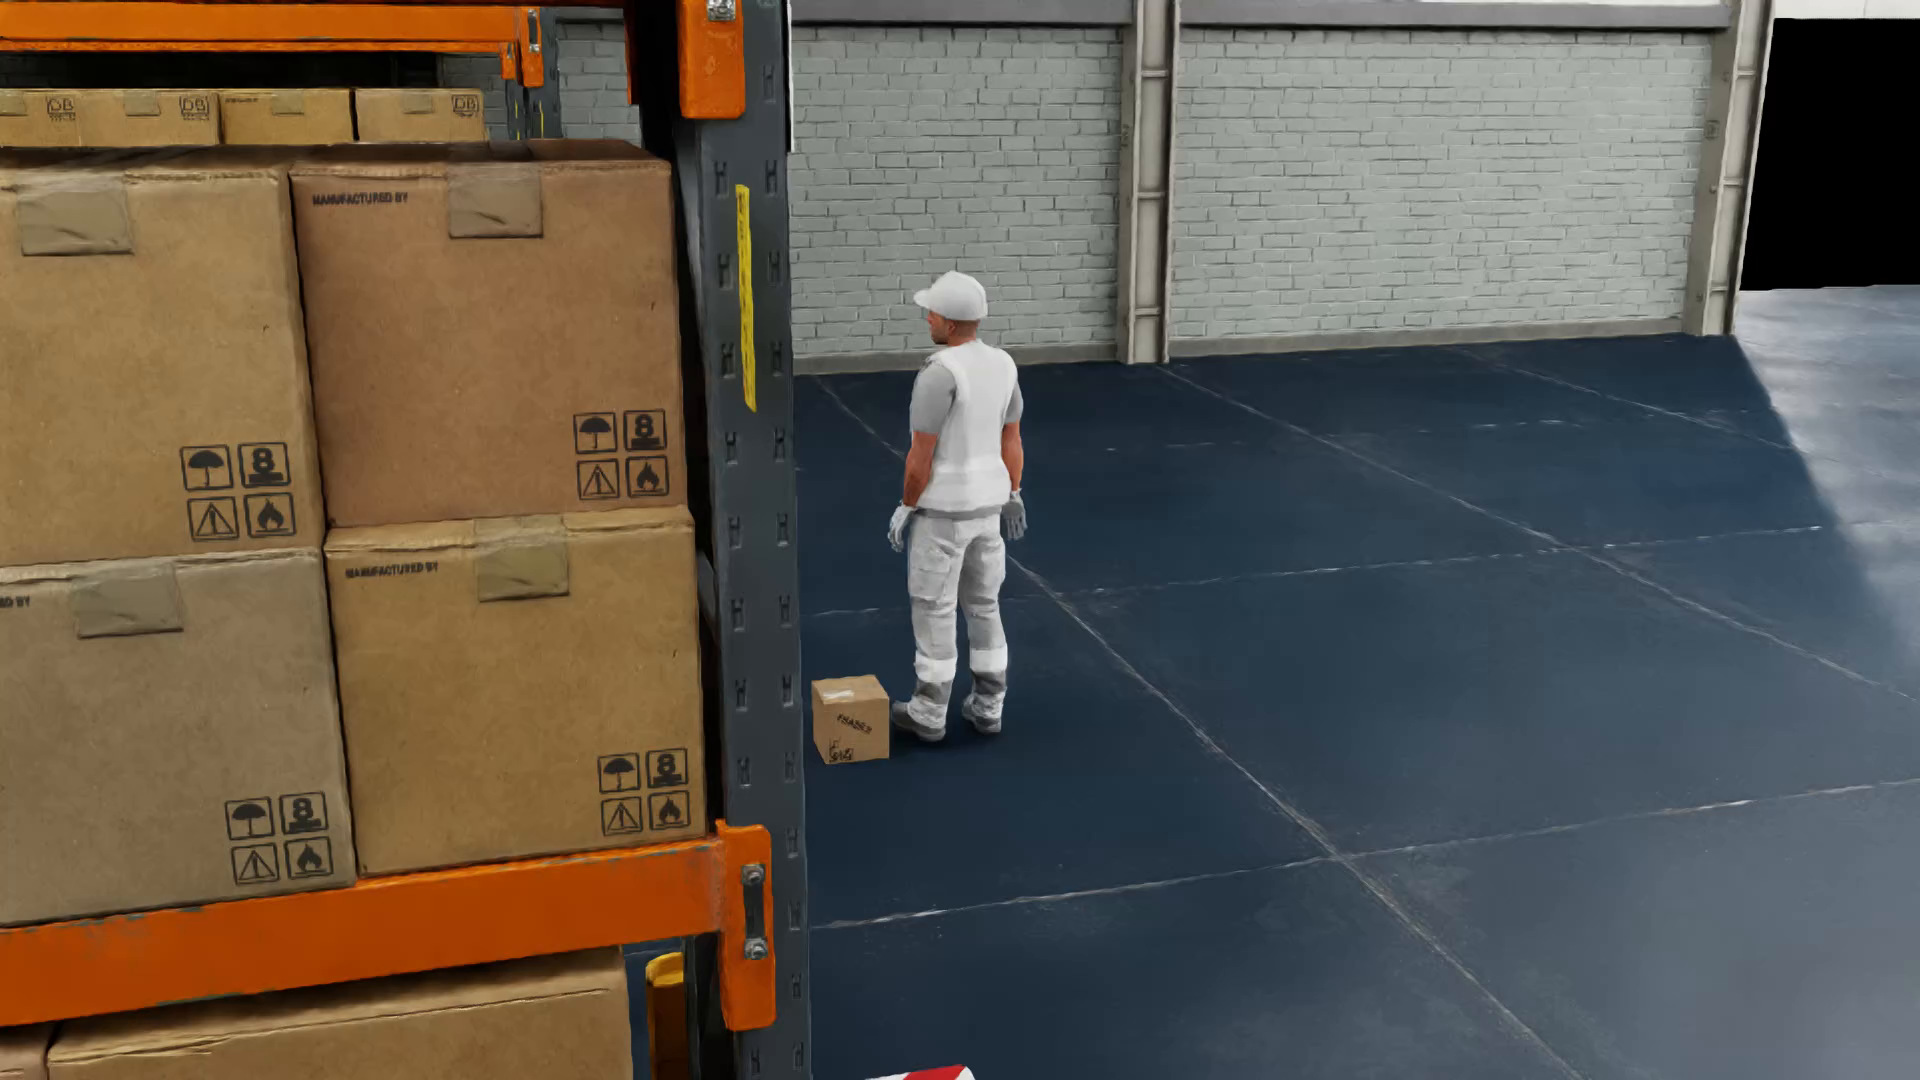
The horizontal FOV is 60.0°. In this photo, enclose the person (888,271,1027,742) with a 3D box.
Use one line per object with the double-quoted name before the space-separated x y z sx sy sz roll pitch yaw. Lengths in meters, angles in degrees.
"person" -0.022 -0.122 6.325 0.465 1.790 0.607 13 20 39
